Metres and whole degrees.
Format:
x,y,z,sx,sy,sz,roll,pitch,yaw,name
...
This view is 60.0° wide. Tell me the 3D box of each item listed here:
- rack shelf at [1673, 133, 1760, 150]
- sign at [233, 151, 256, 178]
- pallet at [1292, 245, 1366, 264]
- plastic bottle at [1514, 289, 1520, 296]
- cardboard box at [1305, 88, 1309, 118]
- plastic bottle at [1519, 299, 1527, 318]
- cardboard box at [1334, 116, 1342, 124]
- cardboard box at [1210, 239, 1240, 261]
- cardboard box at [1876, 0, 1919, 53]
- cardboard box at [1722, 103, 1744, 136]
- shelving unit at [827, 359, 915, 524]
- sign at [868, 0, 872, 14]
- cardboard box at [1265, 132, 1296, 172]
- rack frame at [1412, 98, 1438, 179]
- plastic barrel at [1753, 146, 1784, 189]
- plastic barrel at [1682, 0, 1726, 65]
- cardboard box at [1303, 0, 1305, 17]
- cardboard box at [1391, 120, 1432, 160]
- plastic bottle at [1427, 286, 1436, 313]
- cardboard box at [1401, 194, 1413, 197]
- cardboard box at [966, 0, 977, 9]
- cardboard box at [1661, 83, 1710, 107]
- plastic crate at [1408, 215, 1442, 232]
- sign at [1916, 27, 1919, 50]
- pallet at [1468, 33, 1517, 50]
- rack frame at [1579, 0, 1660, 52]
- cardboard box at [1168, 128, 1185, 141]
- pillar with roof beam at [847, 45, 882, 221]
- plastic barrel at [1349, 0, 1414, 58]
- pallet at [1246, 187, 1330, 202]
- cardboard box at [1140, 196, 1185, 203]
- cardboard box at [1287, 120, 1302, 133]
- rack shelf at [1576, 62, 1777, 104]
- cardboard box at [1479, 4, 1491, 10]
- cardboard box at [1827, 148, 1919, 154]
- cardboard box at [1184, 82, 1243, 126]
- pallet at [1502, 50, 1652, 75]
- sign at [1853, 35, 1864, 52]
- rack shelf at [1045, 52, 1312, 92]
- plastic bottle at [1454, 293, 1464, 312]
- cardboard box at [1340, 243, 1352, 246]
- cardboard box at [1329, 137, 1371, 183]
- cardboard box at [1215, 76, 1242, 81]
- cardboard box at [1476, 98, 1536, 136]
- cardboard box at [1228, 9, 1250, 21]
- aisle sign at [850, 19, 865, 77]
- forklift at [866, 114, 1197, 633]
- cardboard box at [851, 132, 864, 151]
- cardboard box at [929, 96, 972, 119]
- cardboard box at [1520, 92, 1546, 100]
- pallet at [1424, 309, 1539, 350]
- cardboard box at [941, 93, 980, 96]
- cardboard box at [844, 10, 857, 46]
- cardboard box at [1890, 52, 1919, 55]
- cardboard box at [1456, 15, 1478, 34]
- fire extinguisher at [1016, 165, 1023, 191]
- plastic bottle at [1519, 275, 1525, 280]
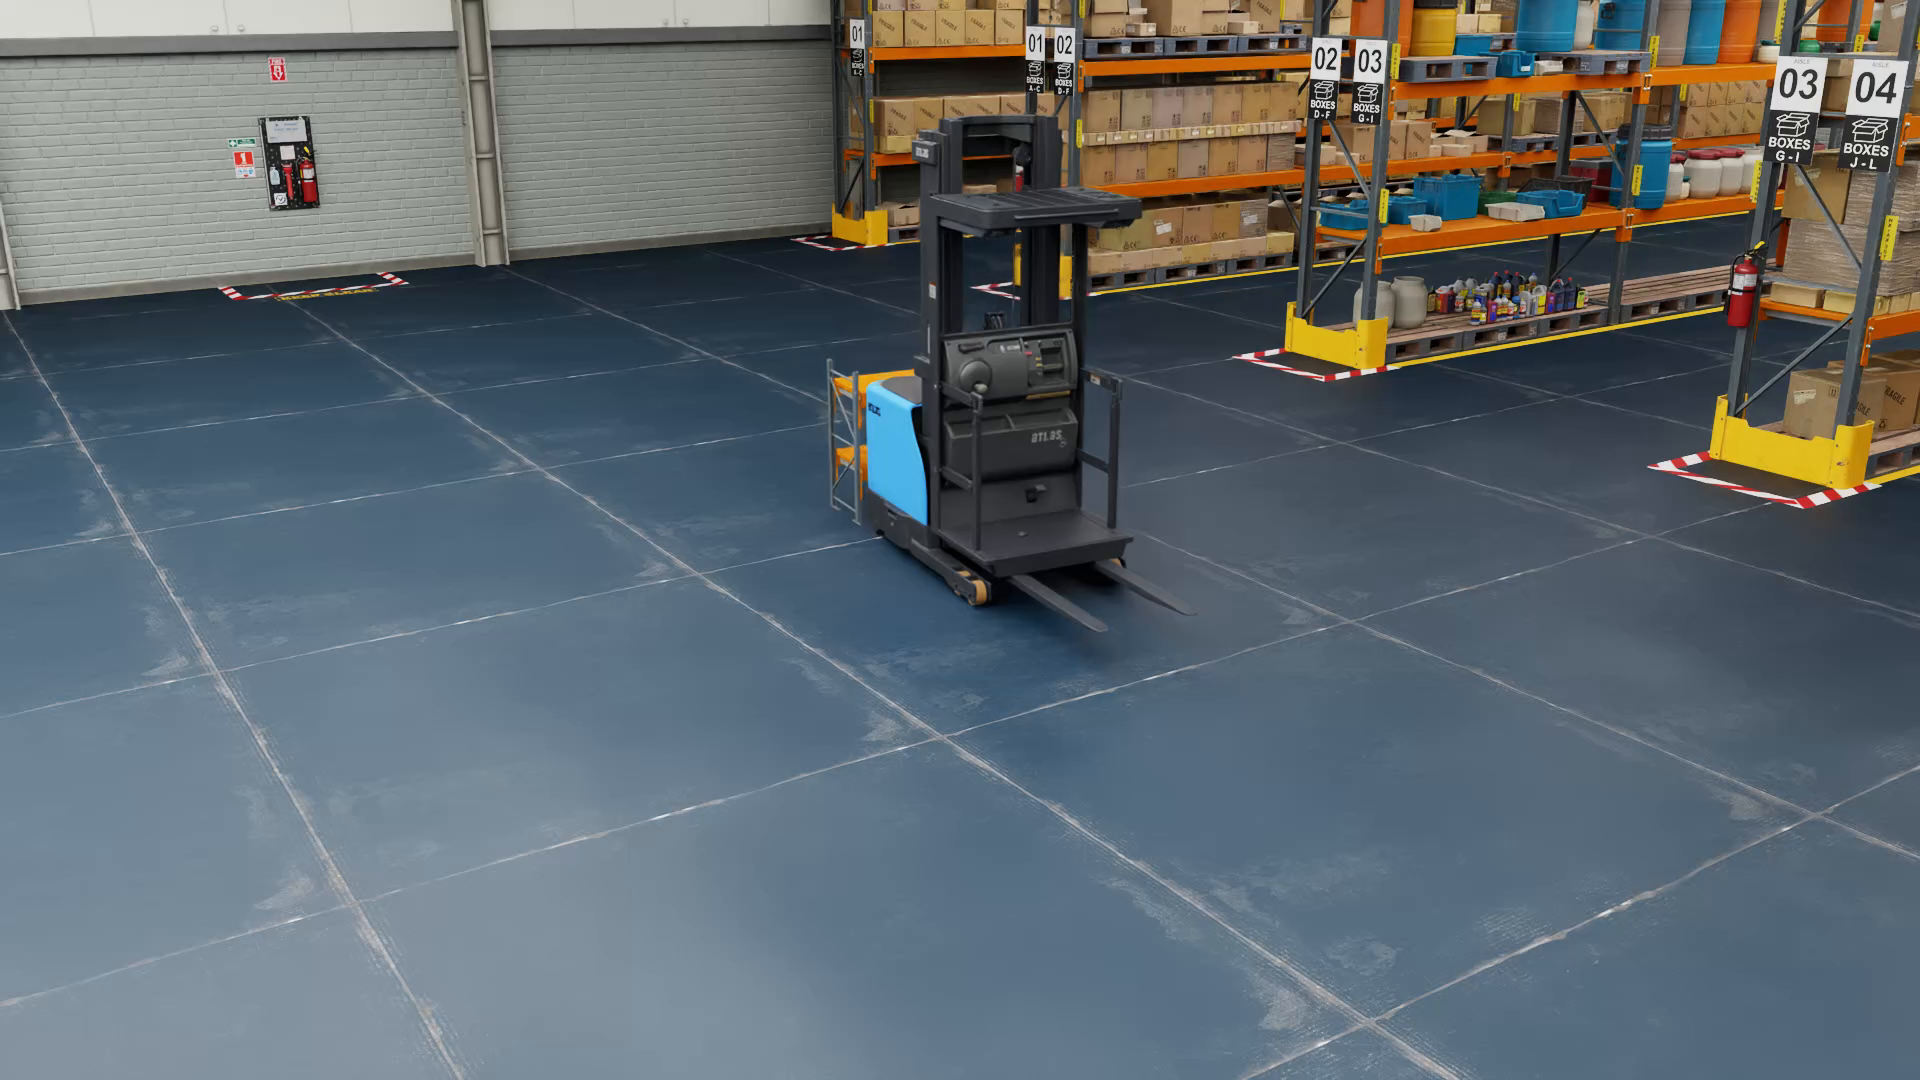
x,y,z,sx,sy,sz,roll,pitch,yaw,name
12.837,-6.752,28.157,4.000,0.370,1.077,-12,22,-31,rack shelf
-9.089,-4.771,21.118,0.234,0.329,0.001,-12,22,-31,sign
5.079,-4.151,23.693,1.213,0.211,1.003,-12,22,-31,pallet
6.200,-2.647,18.446,0.133,0.283,0.061,-12,22,-31,plastic bottle
6.087,-7.665,29.082,0.500,0.500,0.500,-11,22,-30,cardboard box
6.175,-2.552,18.292,0.097,0.201,0.097,0,19,0,plastic bottle
6.560,-7.481,29.551,0.250,0.149,0.380,-12,22,-31,cardboard box
3.386,-3.910,22.265,0.500,0.250,0.500,-12,22,-31,cardboard box
7.745,-4.163,13.291,0.500,0.500,0.500,-12,22,-31,cardboard box
12.587,-6.983,27.562,0.500,0.500,0.500,-12,22,-32,cardboard box
-0.393,-0.795,12.339,1.048,1.125,0.538,-9,21,-26,shelving unit
-1.285,-7.641,23.615,0.005,0.325,0.100,-12,22,-31,sign
4.118,-5.299,22.579,0.500,0.500,0.700,-13,22,-33,cardboard box
8.439,-8.065,30.917,0.127,3.000,1.000,-12,22,-31,rack frame
9.805,-4.525,20.272,0.421,0.512,0.421,0,19,0,plastic barrel
8.604,-6.042,19.468,0.708,0.901,0.600,-12,22,-31,plastic barrel
5.885,-9.245,28.882,0.500,0.500,0.700,-13,23,-34,cardboard box
6.433,-5.784,24.012,0.500,0.500,0.500,-13,23,-34,cardboard box
5.246,-2.689,18.570,0.133,0.283,0.061,-11,22,-30,plastic bottle
6.670,-4.859,24.194,0.500,0.311,0.500,-12,22,-32,cardboard box
-0.069,-8.315,25.225,0.500,0.500,0.500,-12,22,-31,cardboard box
11.715,-7.269,26.846,0.500,0.500,0.500,-11,22,-30,cardboard box
4.790,-3.248,17.080,0.250,0.136,0.298,-12,22,-31,plastic crate
6.888,-3.667,11.858,0.005,0.325,0.100,-12,22,-31,sign
7.308,-7.224,24.041,1.003,0.211,1.213,-11,21,-29,pallet
7.206,-6.848,17.950,0.127,3.000,1.000,-12,22,-31,rack frame
2.665,-5.221,21.334,0.250,0.149,0.380,-12,22,-32,cardboard box
0.893,-7.996,21.347,0.400,9.000,9.100,-12,22,-31,pillar with roof beam
4.202,-5.244,16.564,0.708,0.830,0.600,-12,22,-31,plastic barrel
5.798,-6.158,29.631,1.213,0.211,1.003,-12,22,-31,pallet
2.674,-4.320,22.307,0.500,0.500,0.500,-12,22,-31,cardboard box
4.376,-5.581,22.400,0.250,0.149,0.380,-12,22,-31,cardboard box
8.877,-5.438,19.587,4.000,0.370,1.077,-12,22,-31,rack shelf
9.595,-9.798,30.783,0.500,0.250,0.500,-12,22,-33,cardboard box
7.327,-2.891,13.431,0.500,0.500,0.500,-12,22,-31,cardboard box
3.278,-5.736,21.847,0.500,0.500,0.700,-12,22,-31,cardboard box
6.657,-5.184,18.007,1.003,0.211,1.213,-12,22,-31,pallet
10.855,-5.936,20.099,0.005,0.325,0.100,-12,22,-31,sign
2.815,-6.059,21.424,4.000,0.370,1.077,-12,22,-31,rack shelf
5.584,-2.656,18.601,0.097,0.201,0.097,0,19,0,plastic bottle
5.386,-4.322,23.484,0.500,0.250,0.500,-11,22,-30,cardboard box
7.227,-6.939,30.287,0.750,0.750,0.750,-11,22,-30,cardboard box
4.566,-7.794,28.260,0.250,0.149,0.380,-17,25,-40,cardboard box
8.290,-6.423,25.250,0.700,0.500,0.500,14,23,35,cardboard box
3.469,-6.862,21.941,0.500,0.311,0.500,-13,23,-34,cardboard box
-1.478,-7.090,23.974,0.004,0.787,0.394,-12,22,-31,aisle sign
0.428,-1.133,10.519,1.130,2.935,3.031,-9,21,-25,forklift
-1.299,-6.024,25.083,0.500,0.250,0.500,-12,22,-31,cardboard box
-0.166,-6.422,25.090,0.500,0.500,0.500,-13,22,-33,cardboard box
10.758,-8.688,32.291,0.700,0.700,0.980,-12,22,-32,cardboard box
5.603,-2.362,18.401,1.213,0.211,1.003,-12,22,-31,pallet
-0.031,-6.652,25.769,0.500,0.500,0.500,-12,22,-31,cardboard box
-1.374,-7.570,24.583,0.500,0.500,0.500,-10,21,-28,cardboard box
7.572,-3.801,13.231,0.250,0.149,0.380,-12,22,-31,cardboard box
7.050,-7.393,23.824,0.500,0.250,0.500,-11,22,-30,cardboard box
0.790,-4.694,21.066,0.183,0.674,0.296,-12,22,-31,fire extinguisher
6.444,-2.921,19.267,0.135,0.276,0.152,-11,22,-29,plastic bottle
